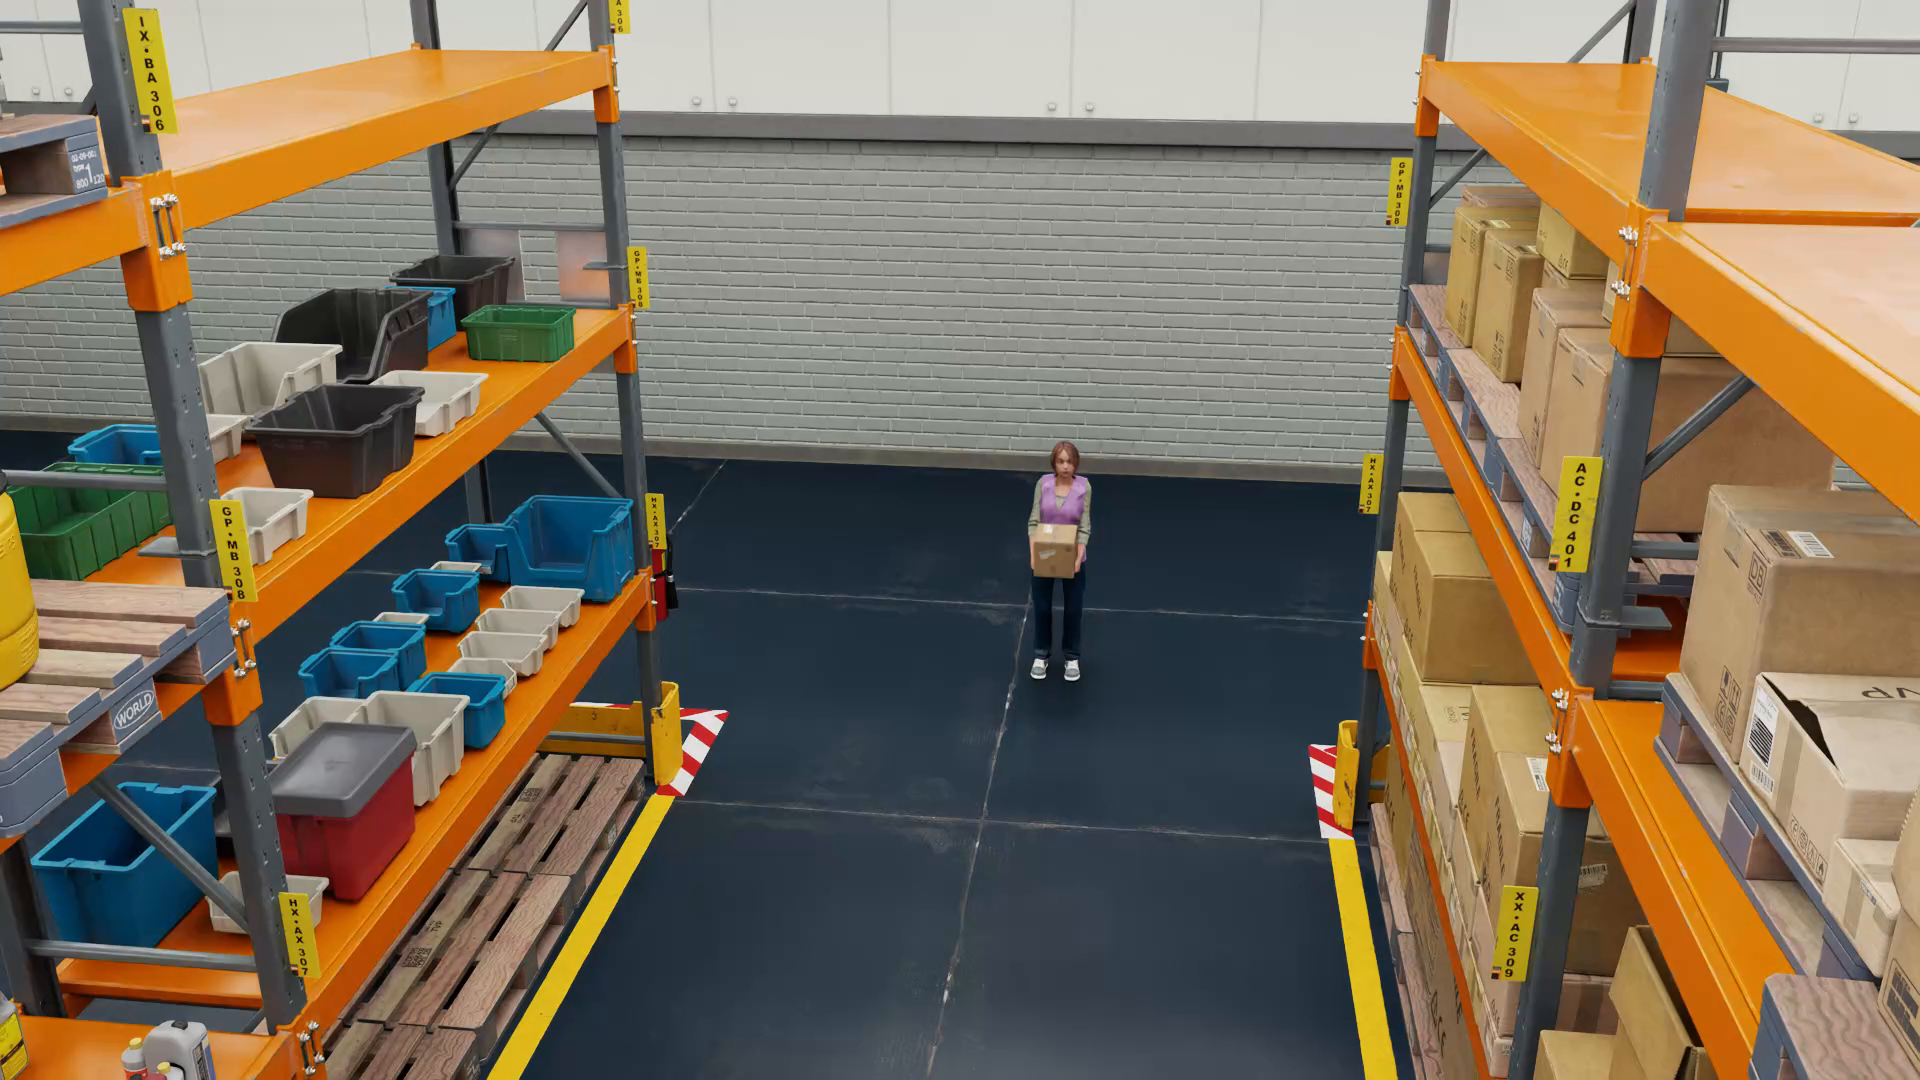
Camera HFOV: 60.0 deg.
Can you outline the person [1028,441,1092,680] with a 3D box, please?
[{"bbox_3d":[0.632,0.165,10.688,0.404,1.591,0.493,3,22,8],"label":"person"}]
